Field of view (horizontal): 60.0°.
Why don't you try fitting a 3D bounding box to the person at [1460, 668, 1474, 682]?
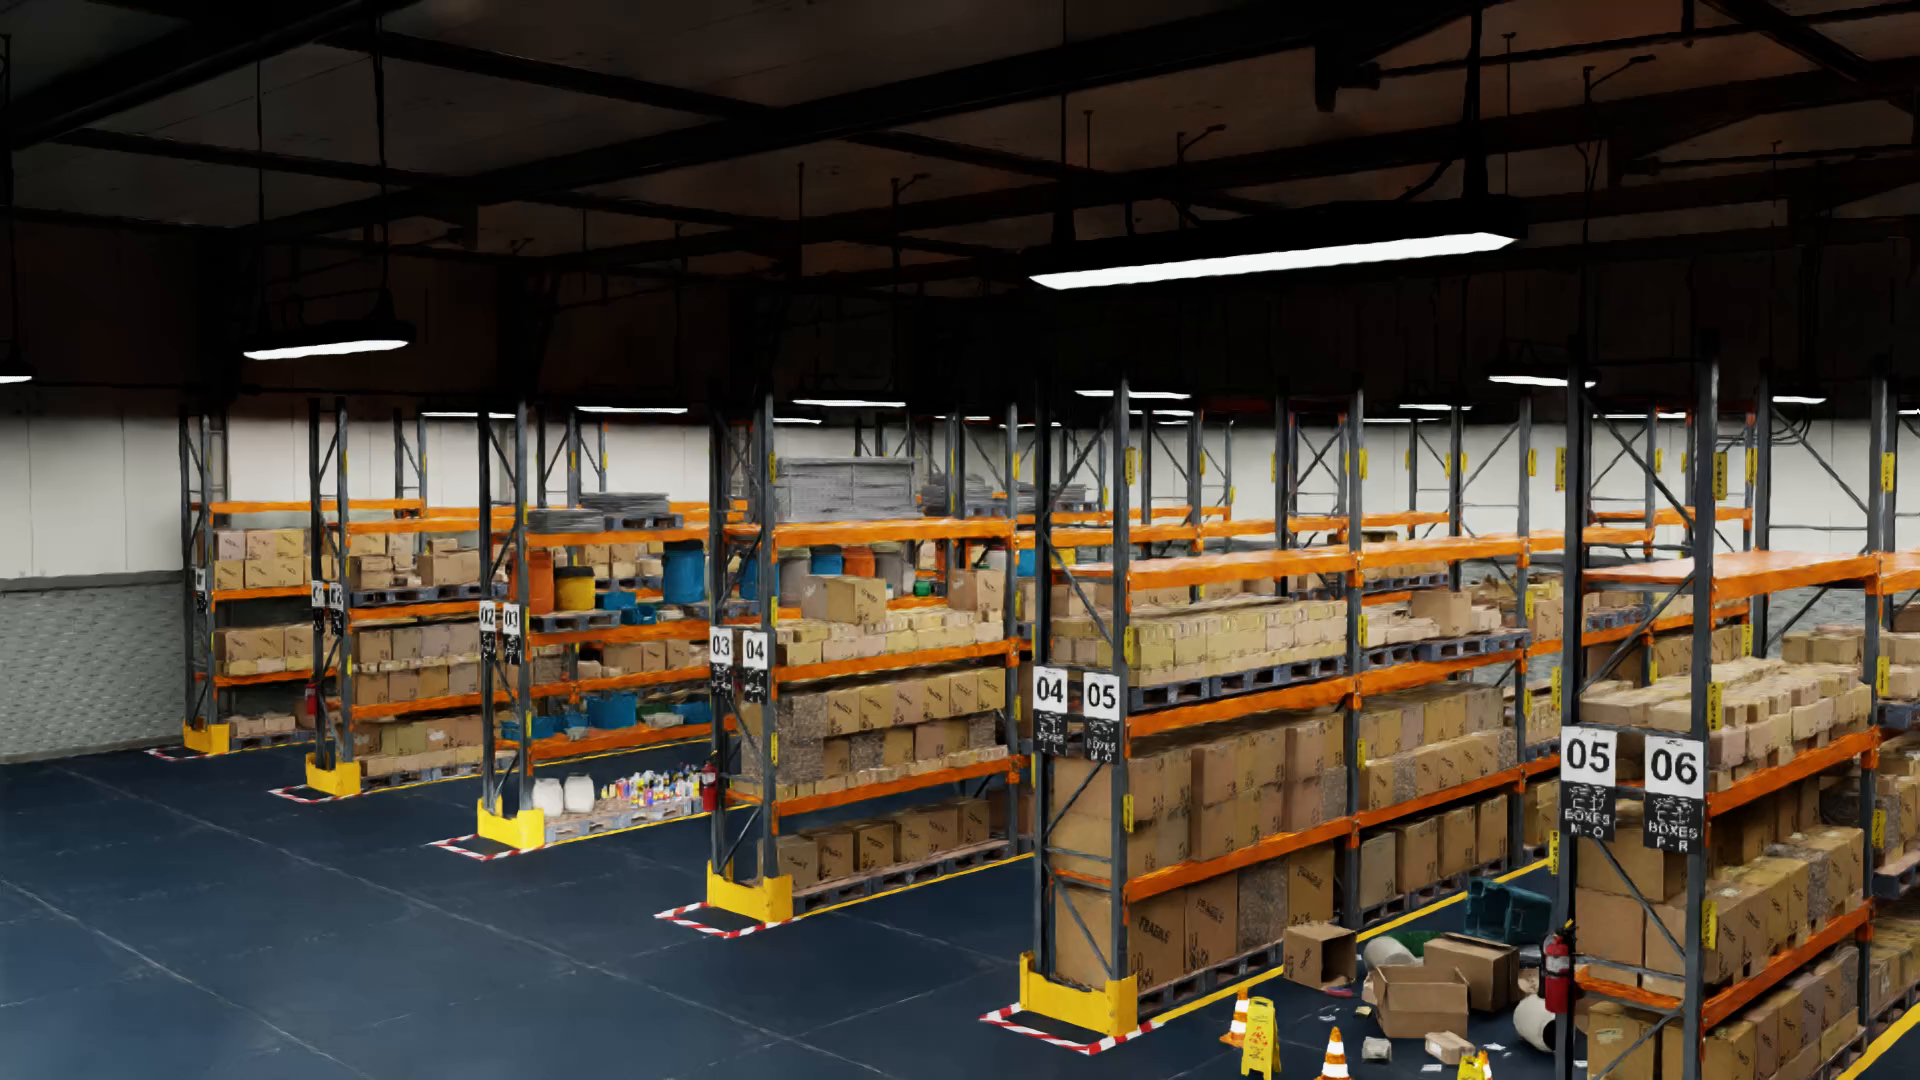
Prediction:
[{"bbox_3d":[10.220,2.626,33.717,0.566,1.541,0.519,3,4,41],"label":"person"}]
